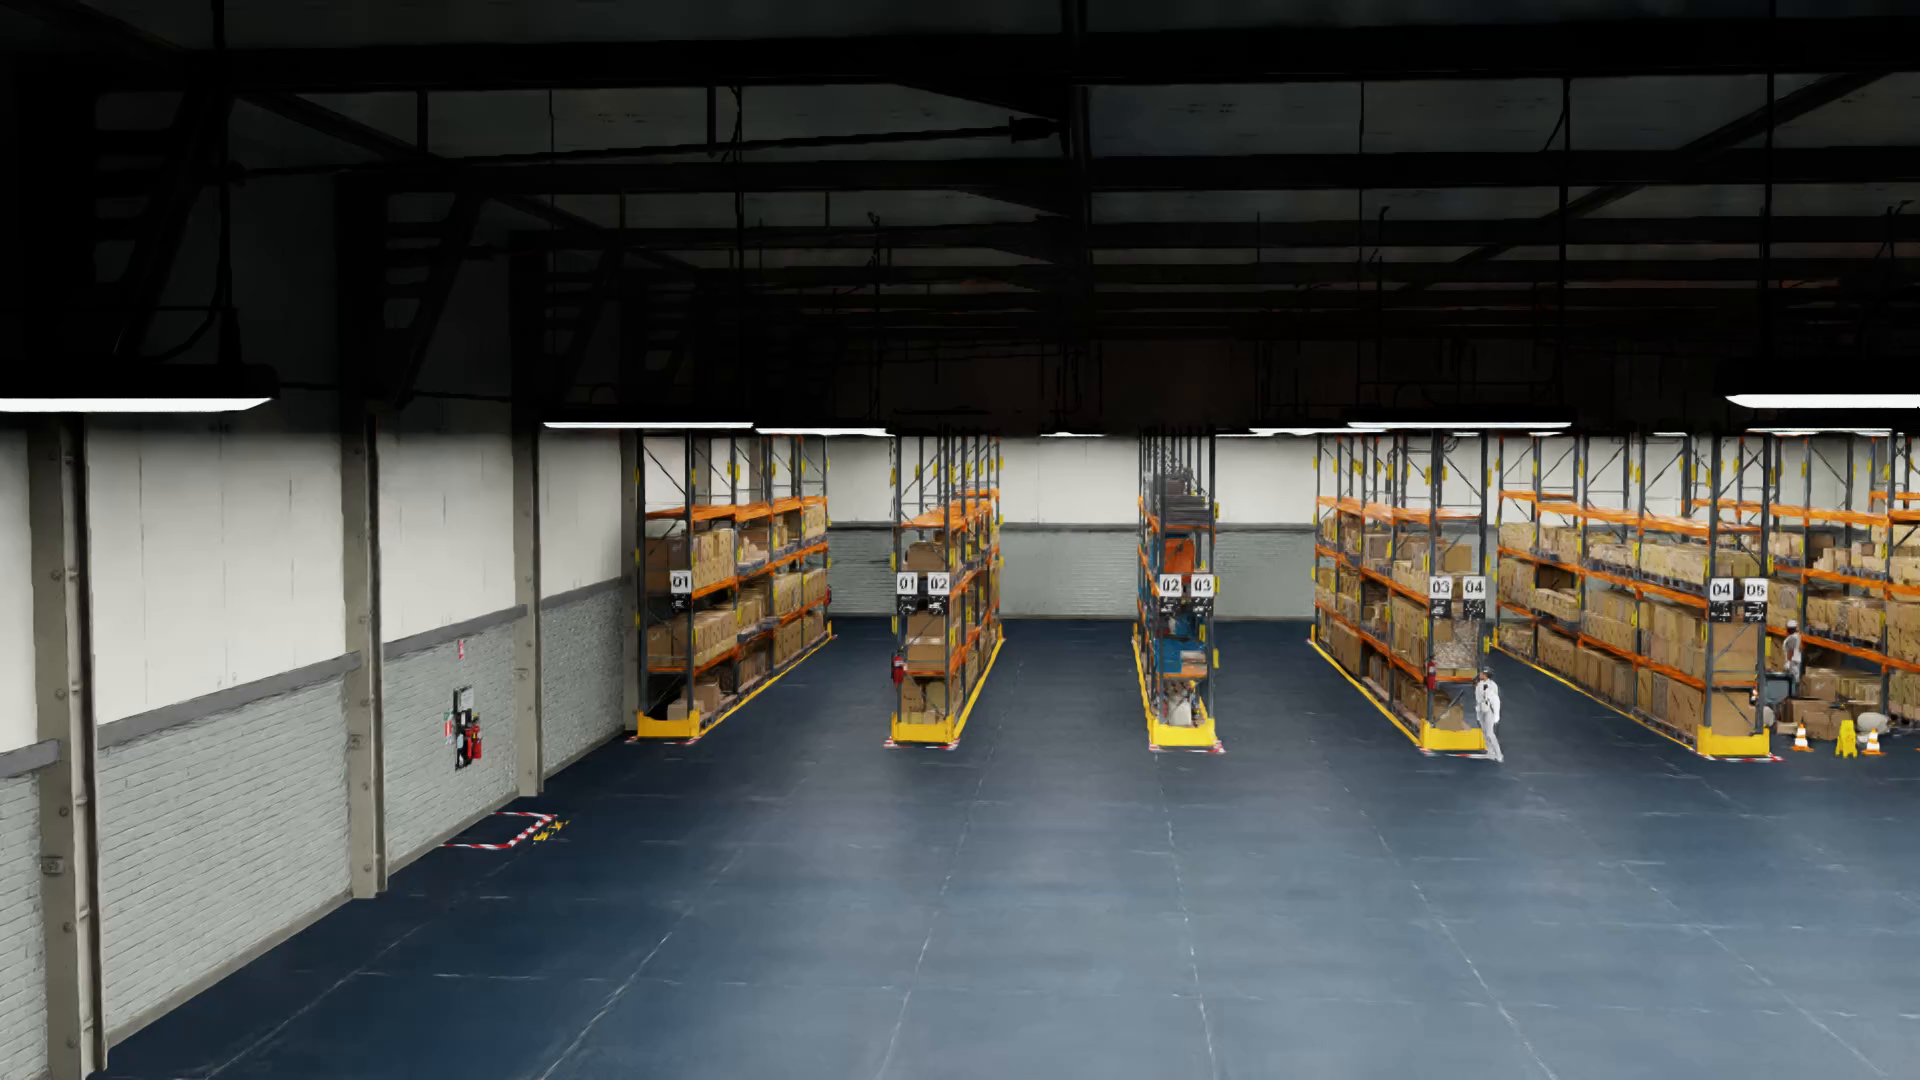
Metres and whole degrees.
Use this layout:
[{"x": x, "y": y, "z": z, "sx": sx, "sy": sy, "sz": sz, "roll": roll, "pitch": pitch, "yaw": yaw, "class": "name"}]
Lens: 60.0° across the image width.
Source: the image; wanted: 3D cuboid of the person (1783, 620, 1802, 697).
[{"x": 17.998, "y": 2.623, "z": 36.058, "sx": 0.588, "sy": 1.782, "sz": 0.677, "roll": 2, "pitch": 4, "yaw": 30, "class": "person"}]

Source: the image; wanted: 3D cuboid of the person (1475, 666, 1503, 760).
[{"x": 9.419, "y": 3.075, "z": 29.626, "sx": 0.401, "sy": 1.669, "sz": 0.580, "roll": -2, "pitch": 4, "yaw": -23, "class": "person"}]
